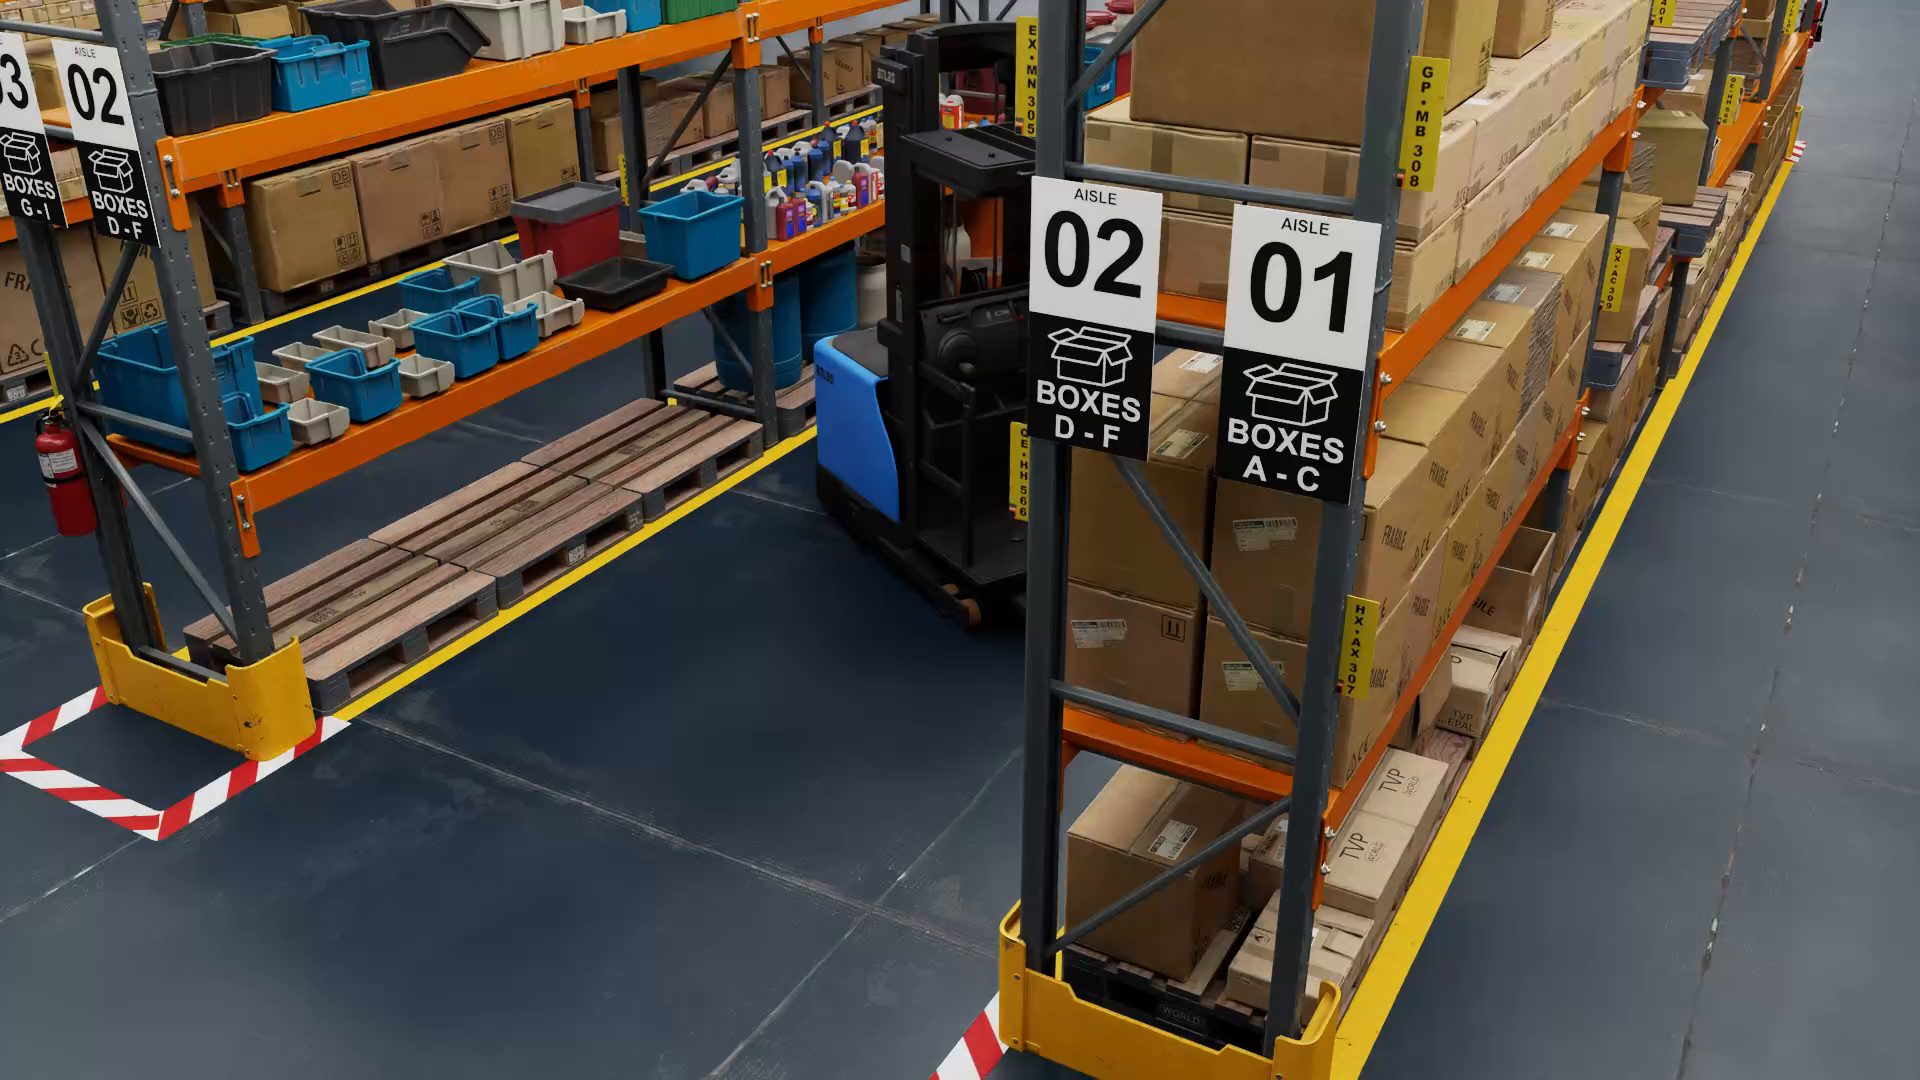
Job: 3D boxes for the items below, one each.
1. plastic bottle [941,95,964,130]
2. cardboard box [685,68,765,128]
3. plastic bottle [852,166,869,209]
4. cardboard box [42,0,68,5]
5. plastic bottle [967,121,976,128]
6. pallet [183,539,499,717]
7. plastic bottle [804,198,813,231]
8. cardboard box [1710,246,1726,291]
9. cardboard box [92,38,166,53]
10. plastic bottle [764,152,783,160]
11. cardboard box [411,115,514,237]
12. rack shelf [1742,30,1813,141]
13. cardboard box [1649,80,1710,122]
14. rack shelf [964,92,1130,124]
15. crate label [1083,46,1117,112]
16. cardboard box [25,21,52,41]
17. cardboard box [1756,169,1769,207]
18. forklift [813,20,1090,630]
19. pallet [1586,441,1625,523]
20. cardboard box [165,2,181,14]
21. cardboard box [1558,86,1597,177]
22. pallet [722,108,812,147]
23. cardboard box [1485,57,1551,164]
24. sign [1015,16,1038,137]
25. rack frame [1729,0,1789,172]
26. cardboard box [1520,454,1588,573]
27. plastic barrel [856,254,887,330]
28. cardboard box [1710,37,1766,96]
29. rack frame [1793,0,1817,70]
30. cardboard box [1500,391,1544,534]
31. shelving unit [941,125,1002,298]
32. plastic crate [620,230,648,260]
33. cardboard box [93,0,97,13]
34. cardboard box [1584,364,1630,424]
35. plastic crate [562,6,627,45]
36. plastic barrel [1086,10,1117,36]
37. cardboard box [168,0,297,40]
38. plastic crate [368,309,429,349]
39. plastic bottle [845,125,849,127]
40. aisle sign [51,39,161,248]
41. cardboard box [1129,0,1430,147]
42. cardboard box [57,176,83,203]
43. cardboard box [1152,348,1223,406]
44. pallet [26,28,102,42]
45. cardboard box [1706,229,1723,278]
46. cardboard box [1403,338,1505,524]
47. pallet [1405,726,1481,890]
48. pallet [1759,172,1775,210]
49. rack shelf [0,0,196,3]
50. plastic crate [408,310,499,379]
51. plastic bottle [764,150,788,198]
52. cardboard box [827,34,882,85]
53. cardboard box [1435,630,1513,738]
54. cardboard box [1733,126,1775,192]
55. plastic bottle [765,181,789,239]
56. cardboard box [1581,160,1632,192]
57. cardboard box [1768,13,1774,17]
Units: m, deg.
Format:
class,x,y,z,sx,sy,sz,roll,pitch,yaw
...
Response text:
class,x,y,z,sx,sy,sz,roll,pitch,yaw
plastic bottle,-0.063,-3.443,13.415,0.152,0.276,0.135,14,30,26
cardboard box,-2.618,-4.941,18.571,0.700,0.500,0.500,14,30,26
plastic bottle,-0.681,-2.413,11.350,0.061,0.283,0.133,14,30,26
cardboard box,-8.891,-5.296,16.126,0.380,0.149,0.250,15,30,28
plastic bottle,0.093,-3.037,12.610,0.097,0.271,0.097,0,27,0
pallet,-3.198,0.423,8.669,1.003,0.211,1.213,14,30,26
plastic bottle,-1.011,-2.131,10.878,0.097,0.201,0.097,0,27,0
cardboard box,5.872,-2.234,13.465,0.500,0.250,0.500,15,30,27
cardboard box,-5.975,-3.324,12.037,0.500,0.500,0.500,15,30,28
plastic bottle,-1.329,-2.578,11.688,0.152,0.276,0.135,14,30,26
cardboard box,-4.817,-3.347,14.990,1.225,0.875,0.875,14,30,26
rack shelf,7.561,-4.553,16.299,1.077,0.370,4.000,14,30,26
cardboard box,5.420,-3.239,12.758,0.500,0.500,0.500,13,29,23
rack shelf,1.282,-4.087,15.367,1.077,0.370,4.000,14,30,26
crate label,1.023,-3.972,14.295,0.502,0.435,0.616,14,30,26
cardboard box,-9.018,-4.930,16.059,0.380,0.149,0.250,14,30,25
cardboard box,7.319,-3.362,15.717,0.500,0.250,0.500,14,30,26
forklift,0.323,-1.072,8.618,1.130,2.935,3.031,-15,30,-28
pallet,3.608,-0.533,10.580,1.003,0.211,1.213,14,30,26
cardboard box,-8.249,-5.537,17.271,0.380,0.149,0.250,14,30,26
cardboard box,2.140,-1.615,6.441,0.500,0.250,0.500,14,30,26
pallet,-2.428,-4.728,18.959,1.003,0.211,1.213,14,30,26
cardboard box,1.645,-1.449,5.552,0.500,0.250,0.500,14,30,26
sign,0.200,-1.286,4.628,0.100,0.325,0.005,14,30,26
rack frame,6.577,-4.096,14.581,1.000,3.000,0.127,14,30,26
cardboard box,3.091,-0.192,9.083,0.500,0.500,0.500,13,29,24
plastic barrel,-0.683,-1.830,12.365,0.421,0.512,0.421,0,27,0
cardboard box,6.790,-4.315,14.907,0.700,0.500,0.500,13,30,25
rack frame,8.545,-5.654,17.695,1.000,3.000,0.127,14,30,26
cardboard box,2.116,-0.369,7.025,0.500,0.500,0.500,15,30,27
shelving unit,0.165,-1.515,10.429,0.503,2.100,0.431,-5,27,-10
plastic crate,-2.023,-1.829,10.280,0.396,0.136,0.243,14,30,26
cardboard box,-8.634,-5.365,16.597,0.380,0.149,0.250,14,30,26
cardboard box,3.583,-0.917,9.694,0.500,0.250,0.500,14,30,26
plastic crate,-1.964,-2.714,8.764,0.293,0.136,0.466,14,30,26
plastic barrel,1.244,-4.638,15.513,0.433,0.535,0.433,0,27,0
cardboard box,-5.675,-3.905,12.967,0.797,0.503,0.637,13,30,25
plastic crate,-2.993,-1.121,8.866,0.298,0.136,0.250,14,30,26
plastic bottle,-0.845,-2.985,12.505,0.097,0.271,0.097,0,27,0
aisle sign,-3.414,-1.580,6.652,0.394,0.787,0.004,14,30,26
cardboard box,0.912,-1.456,4.728,0.700,0.500,0.500,14,30,26
cardboard box,-6.352,-2.456,11.586,0.380,0.149,0.250,15,30,27
cardboard box,0.901,-0.342,5.853,0.500,0.500,0.500,15,30,27
pallet,-9.221,-4.985,16.572,1.003,0.211,1.213,14,30,26
cardboard box,5.626,-2.290,12.950,0.500,0.311,0.500,13,30,25
cardboard box,1.622,-0.425,6.019,0.500,0.500,0.500,15,30,27
pallet,1.703,1.014,7.489,1.003,0.211,1.213,14,30,26
pallet,7.604,-3.627,16.759,1.003,0.211,1.213,14,30,26
rack shelf,-6.965,-3.401,10.646,1.077,0.370,4.000,14,30,26
plastic crate,-2.581,-1.000,8.517,0.416,0.233,0.300,14,30,26
plastic bottle,-1.286,-2.519,11.485,0.144,0.351,0.185,14,30,26
cardboard box,-1.302,-5.980,20.668,0.500,0.500,0.500,11,29,22
cardboard box,2.239,0.605,7.704,0.500,0.311,0.500,14,30,26
cardboard box,7.078,-3.501,15.158,0.500,0.500,0.500,14,30,26
plastic bottle,-1.194,-2.130,10.708,0.144,0.351,0.185,14,30,26
cardboard box,3.457,-1.912,9.639,0.700,0.500,0.500,7,27,13
cardboard box,7.001,-4.590,14.733,0.380,0.149,0.250,15,30,27
